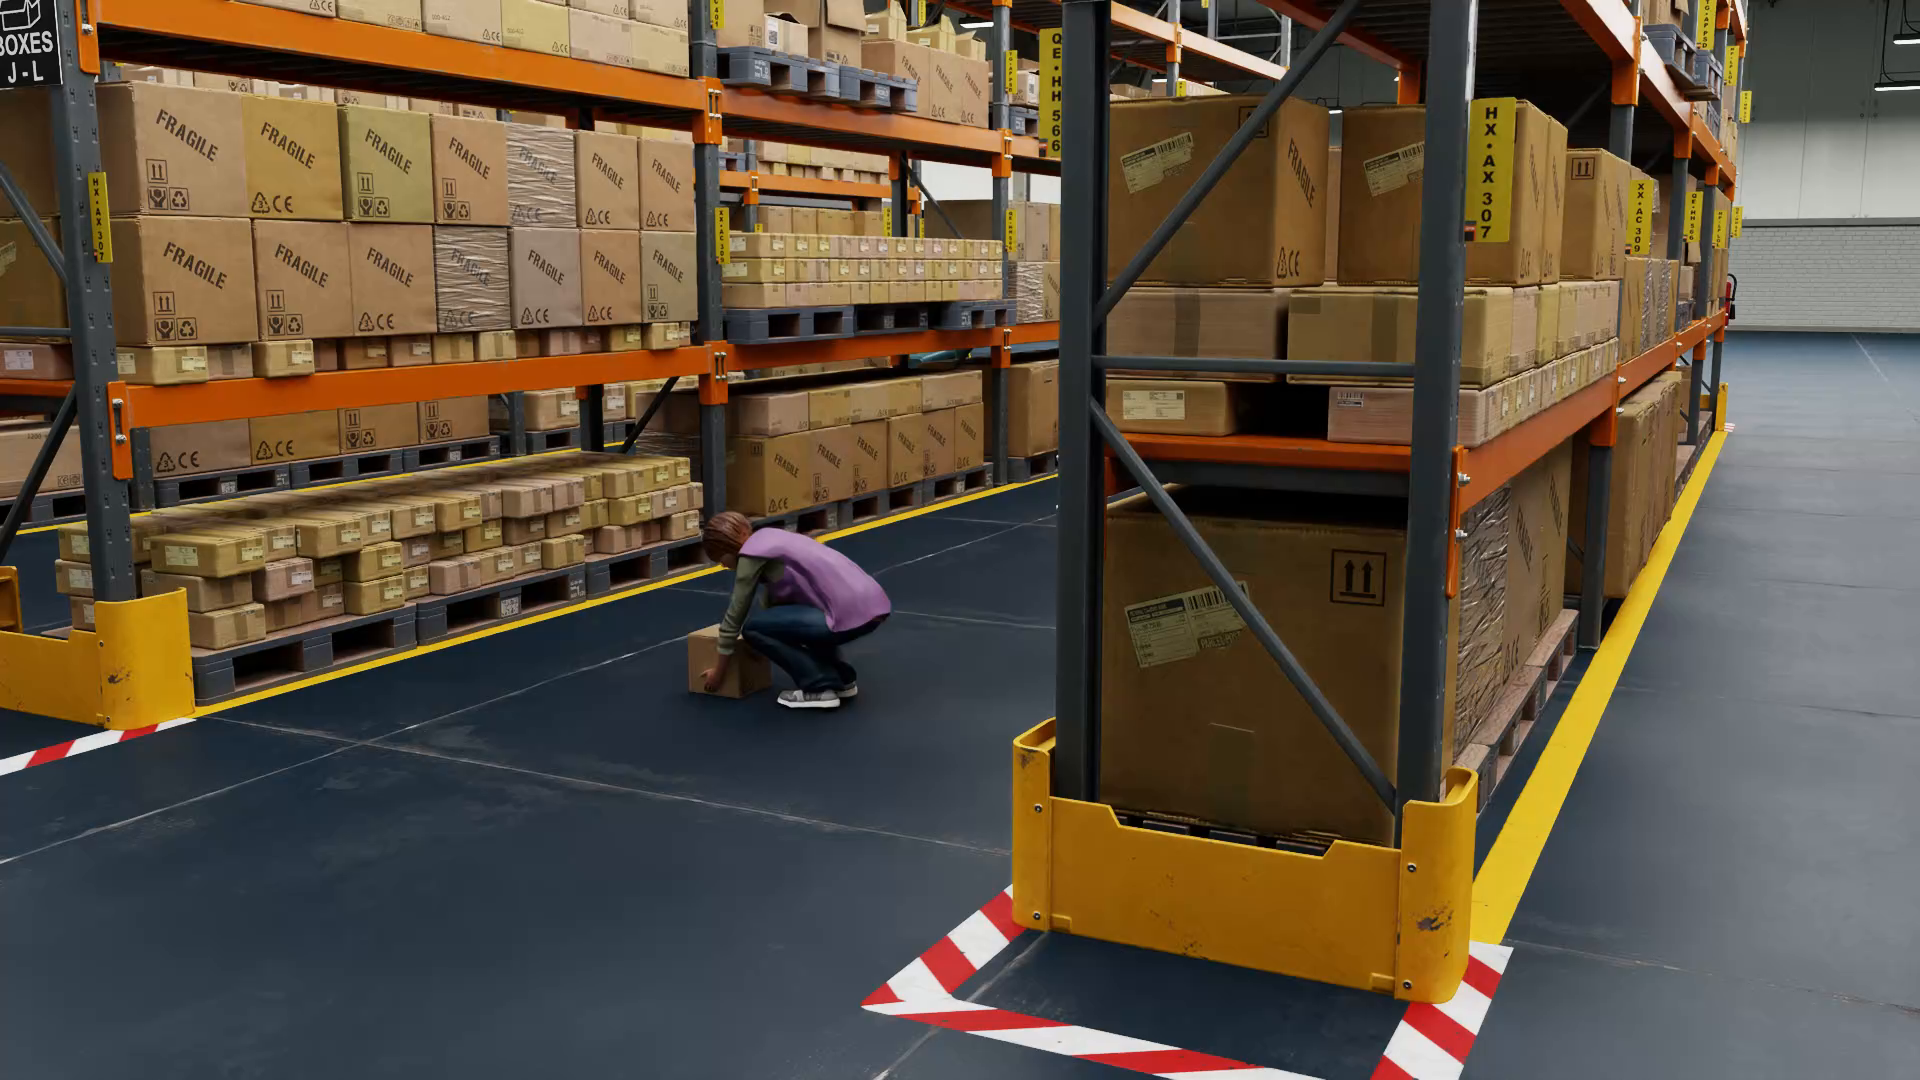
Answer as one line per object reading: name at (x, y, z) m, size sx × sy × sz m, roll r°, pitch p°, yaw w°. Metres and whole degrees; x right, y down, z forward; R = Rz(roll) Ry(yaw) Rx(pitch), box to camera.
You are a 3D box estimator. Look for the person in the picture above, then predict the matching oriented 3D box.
person at (-0.687, 0.324, 6.802) m, size 0.821 × 0.762 × 0.433 m, roll 5°, pitch 10°, yaw 26°
